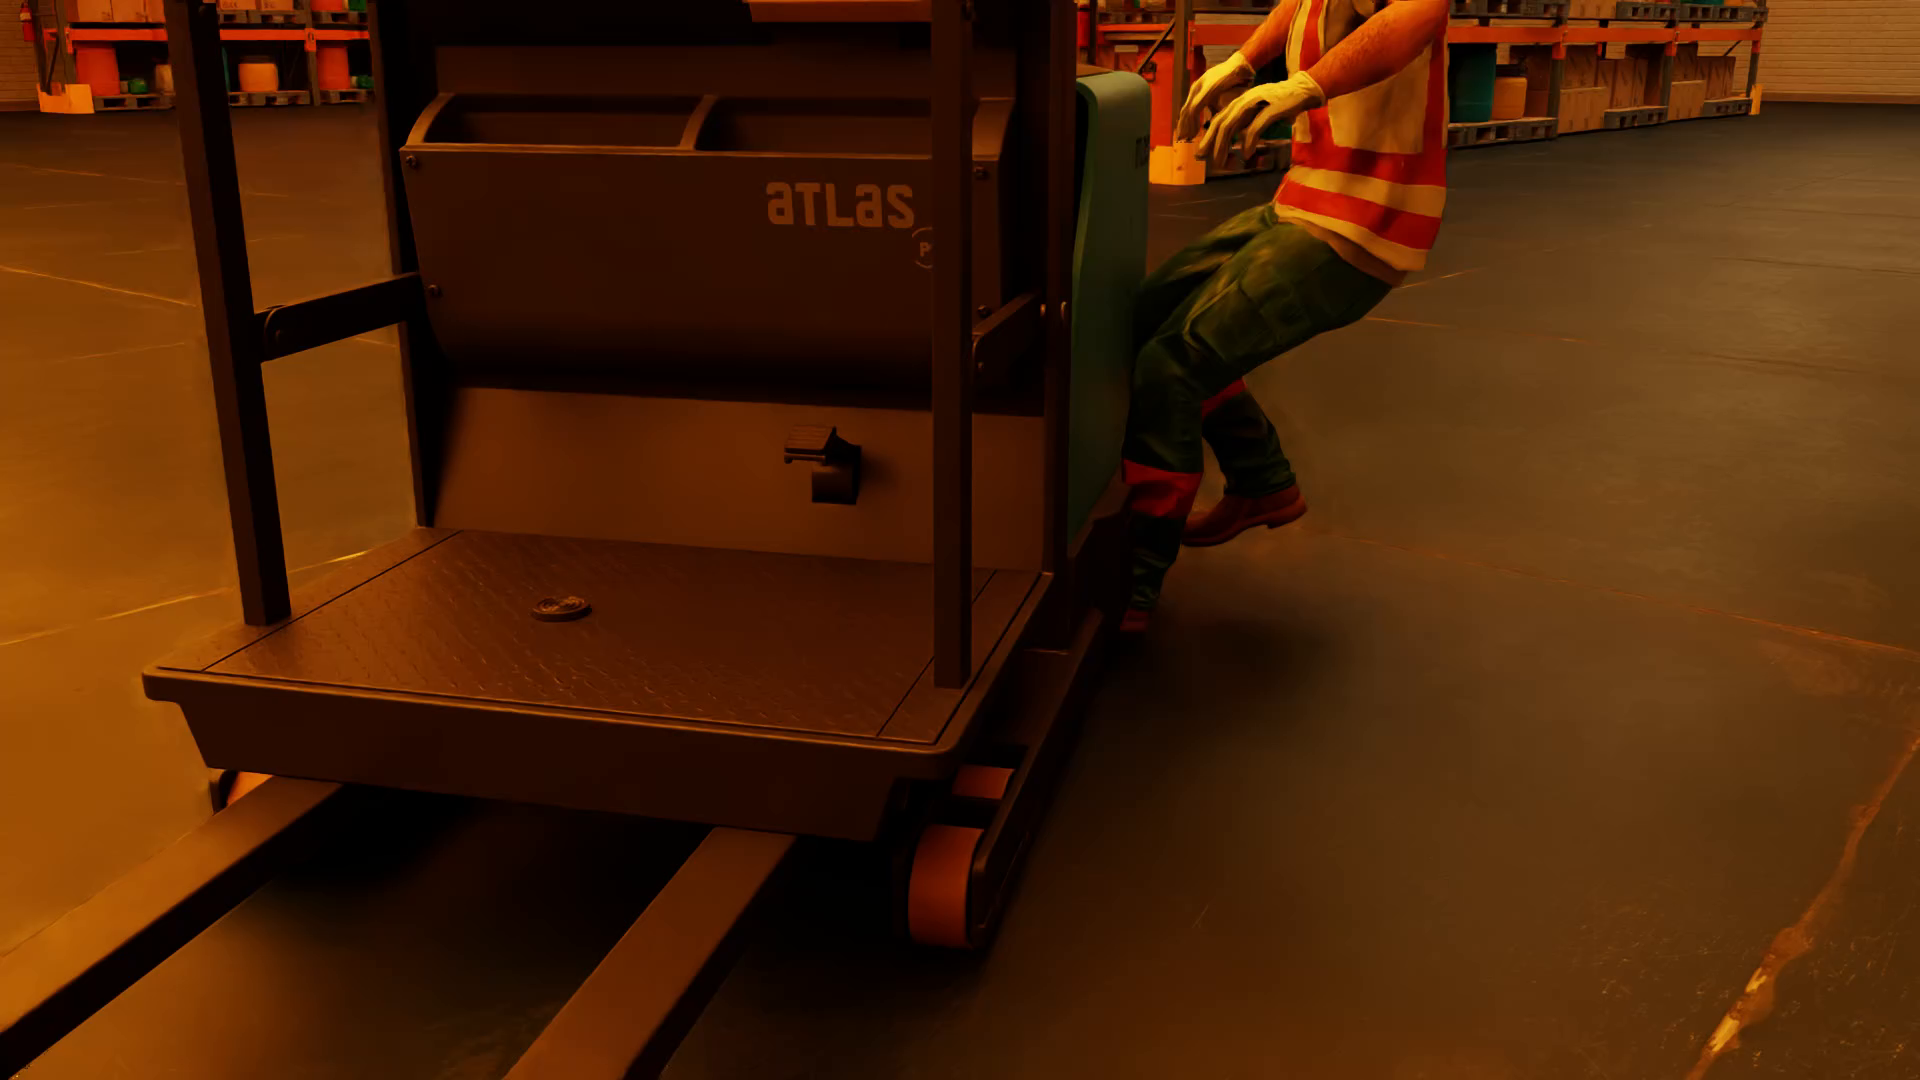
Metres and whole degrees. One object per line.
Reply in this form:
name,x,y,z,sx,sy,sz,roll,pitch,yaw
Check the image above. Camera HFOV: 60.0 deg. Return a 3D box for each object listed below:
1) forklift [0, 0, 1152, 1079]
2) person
forklift,-0.428,-0.987,2.146,1.130,2.935,3.031,4,17,13
person,0.515,-0.632,3.251,0.829,1.627,1.105,2,17,6
